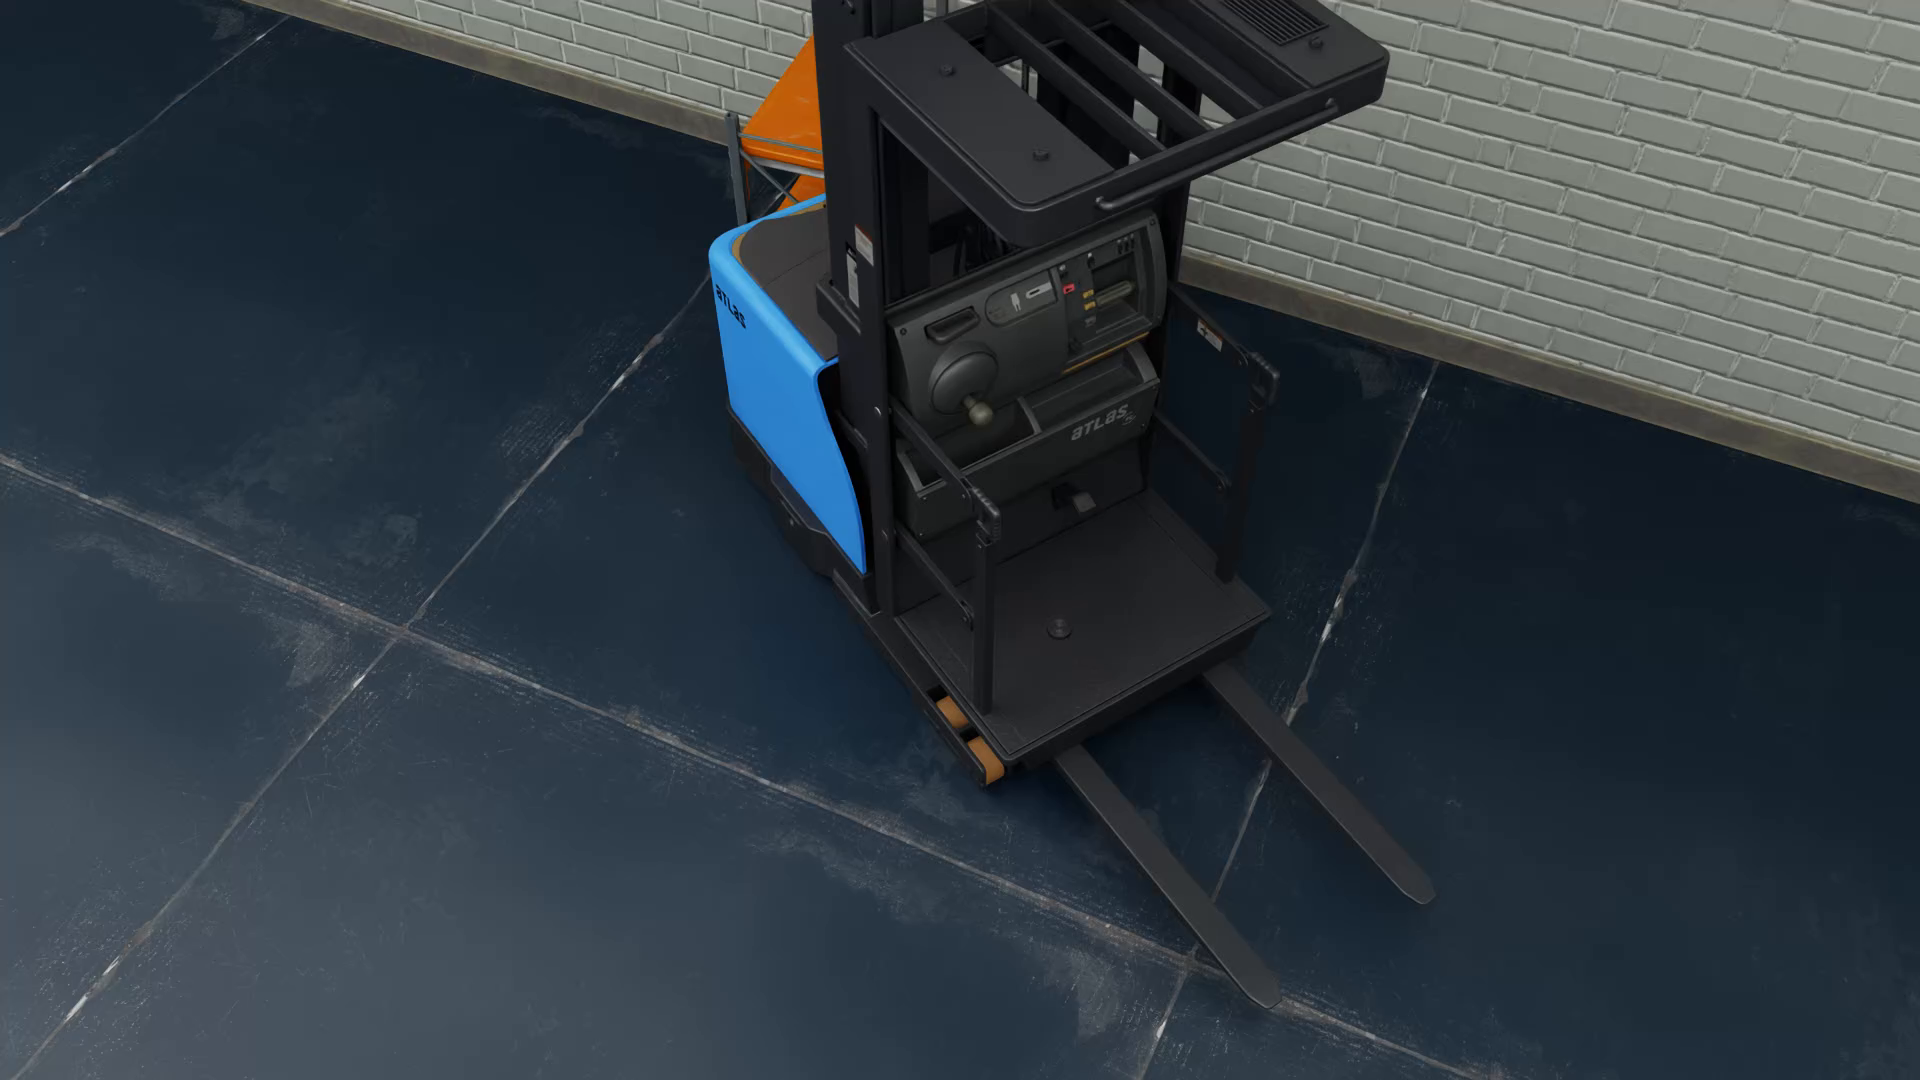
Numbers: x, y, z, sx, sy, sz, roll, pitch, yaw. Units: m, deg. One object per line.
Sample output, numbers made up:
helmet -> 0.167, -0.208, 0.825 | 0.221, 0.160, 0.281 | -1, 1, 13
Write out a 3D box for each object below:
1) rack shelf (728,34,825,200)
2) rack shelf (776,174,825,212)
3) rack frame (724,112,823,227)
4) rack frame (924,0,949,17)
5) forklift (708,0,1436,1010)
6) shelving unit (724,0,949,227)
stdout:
rack shelf -> -0.455, -1.691, 6.566 | 0.538, 0.278, 1.000 | 15, 51, 12
rack shelf -> -0.455, -1.343, 6.975 | 0.538, 0.278, 1.000 | 15, 51, 12
rack frame -> -0.623, -1.136, 6.478 | 0.500, 1.125, 0.032 | 15, 51, 12
rack frame -> -0.287, -1.866, 7.099 | 0.500, 1.125, 0.032 | 15, 51, 12
forklift -> 0.340, -0.553, 4.796 | 1.130, 2.935, 3.031 | -26, 55, -21
shelving unit -> -0.455, -1.501, 6.789 | 0.538, 1.125, 1.048 | 15, 51, 12
